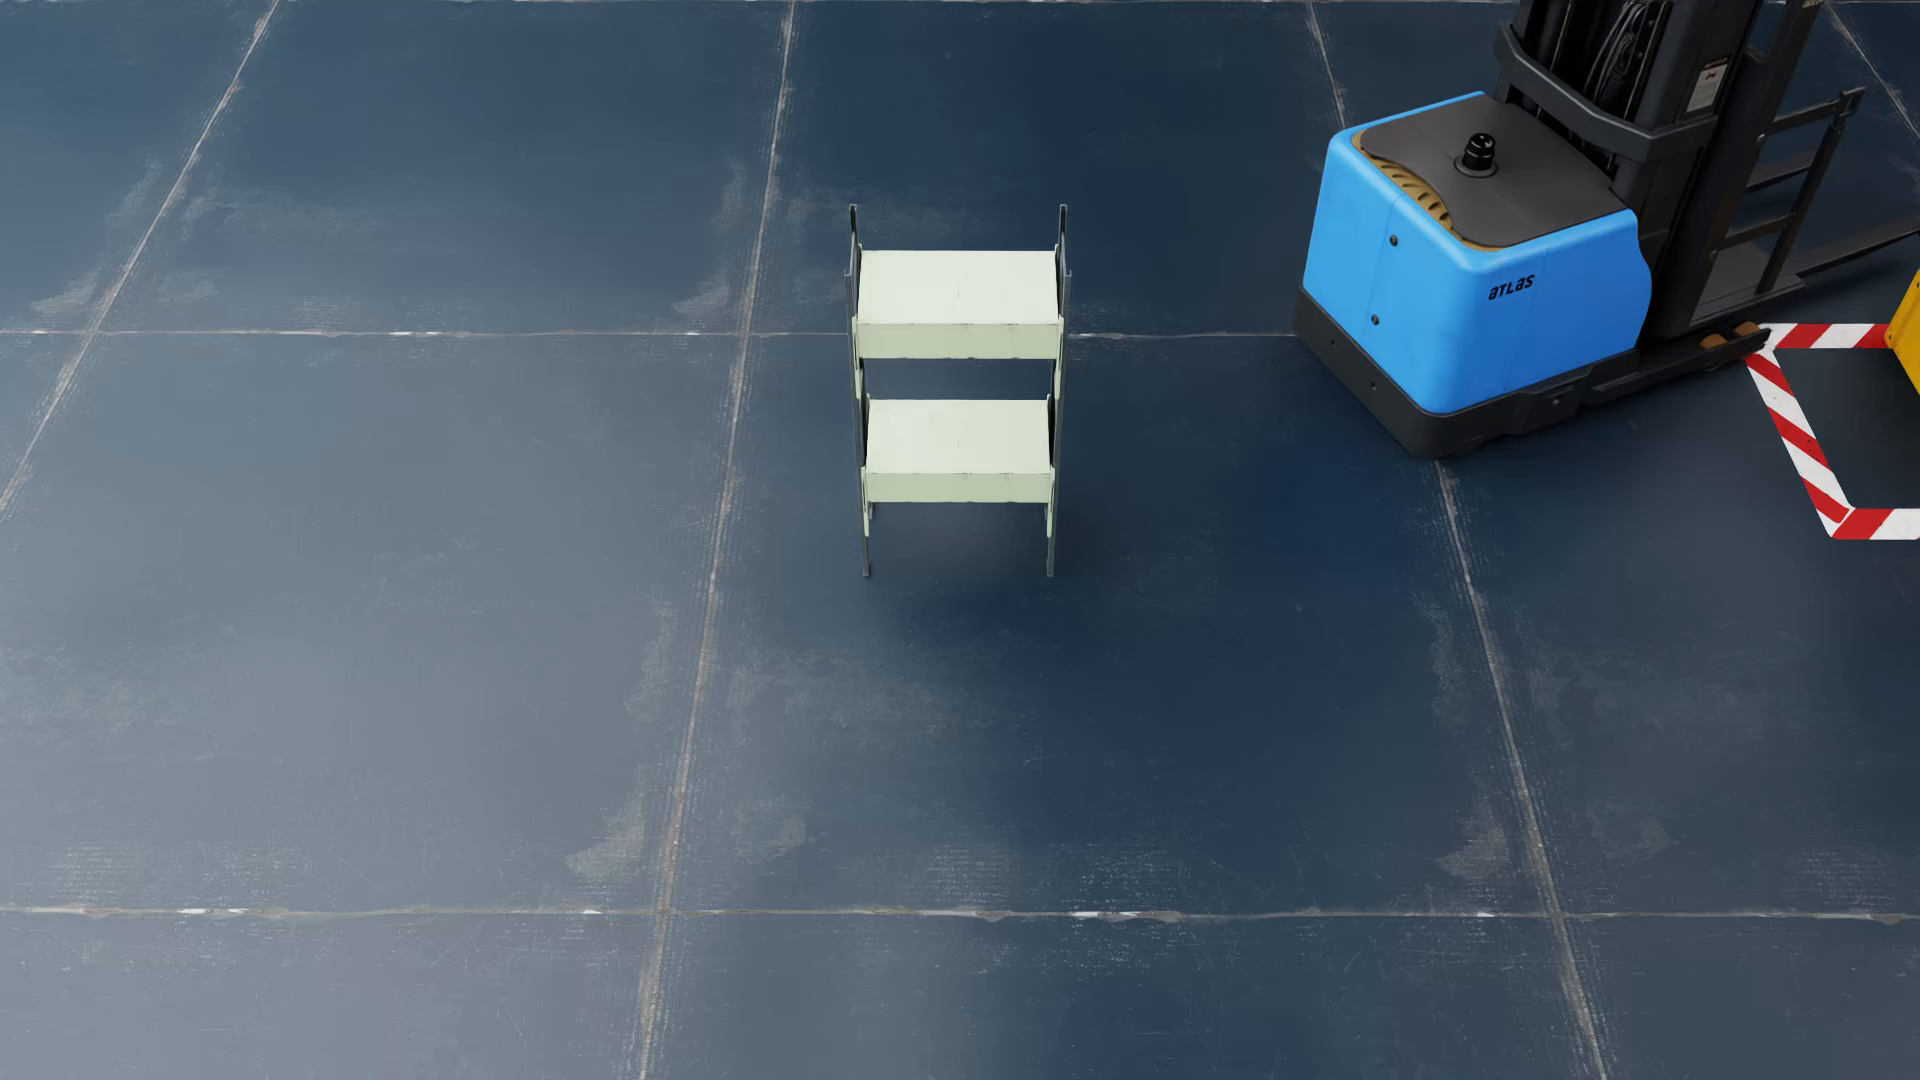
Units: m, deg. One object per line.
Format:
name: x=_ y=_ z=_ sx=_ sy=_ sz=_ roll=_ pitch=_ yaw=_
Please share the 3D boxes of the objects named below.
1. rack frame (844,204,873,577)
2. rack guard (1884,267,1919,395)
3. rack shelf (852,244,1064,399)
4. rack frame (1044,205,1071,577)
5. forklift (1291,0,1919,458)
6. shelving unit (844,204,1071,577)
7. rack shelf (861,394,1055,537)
rack frame: x=-0.373 y=-0.512 z=6.202 sx=0.023 sy=1.500 sz=0.400 roll=0 pitch=47 yaw=0
rack guard: x=4.397 y=-0.706 z=7.066 sx=0.348 sy=0.500 sz=1.175 roll=0 pitch=47 yaw=0
rack shelf: x=-0.007 y=-0.777 z=5.915 sx=0.720 sy=0.370 sz=0.431 roll=0 pitch=47 yaw=0
rack frame: x=0.359 y=-0.510 z=6.200 sx=0.023 sy=1.500 sz=0.400 roll=0 pitch=47 yaw=0
forklift: x=3.064 y=-2.087 z=6.690 sx=3.031 sy=2.935 sz=1.130 roll=-19 pitch=50 yaw=-17
shelving unit: x=-0.007 y=-0.511 z=6.201 sx=0.755 sy=1.500 sz=0.431 roll=0 pitch=47 yaw=0
rack shelf: x=-0.007 y=-0.289 z=6.440 sx=0.720 sy=0.370 sz=0.431 roll=0 pitch=47 yaw=0
